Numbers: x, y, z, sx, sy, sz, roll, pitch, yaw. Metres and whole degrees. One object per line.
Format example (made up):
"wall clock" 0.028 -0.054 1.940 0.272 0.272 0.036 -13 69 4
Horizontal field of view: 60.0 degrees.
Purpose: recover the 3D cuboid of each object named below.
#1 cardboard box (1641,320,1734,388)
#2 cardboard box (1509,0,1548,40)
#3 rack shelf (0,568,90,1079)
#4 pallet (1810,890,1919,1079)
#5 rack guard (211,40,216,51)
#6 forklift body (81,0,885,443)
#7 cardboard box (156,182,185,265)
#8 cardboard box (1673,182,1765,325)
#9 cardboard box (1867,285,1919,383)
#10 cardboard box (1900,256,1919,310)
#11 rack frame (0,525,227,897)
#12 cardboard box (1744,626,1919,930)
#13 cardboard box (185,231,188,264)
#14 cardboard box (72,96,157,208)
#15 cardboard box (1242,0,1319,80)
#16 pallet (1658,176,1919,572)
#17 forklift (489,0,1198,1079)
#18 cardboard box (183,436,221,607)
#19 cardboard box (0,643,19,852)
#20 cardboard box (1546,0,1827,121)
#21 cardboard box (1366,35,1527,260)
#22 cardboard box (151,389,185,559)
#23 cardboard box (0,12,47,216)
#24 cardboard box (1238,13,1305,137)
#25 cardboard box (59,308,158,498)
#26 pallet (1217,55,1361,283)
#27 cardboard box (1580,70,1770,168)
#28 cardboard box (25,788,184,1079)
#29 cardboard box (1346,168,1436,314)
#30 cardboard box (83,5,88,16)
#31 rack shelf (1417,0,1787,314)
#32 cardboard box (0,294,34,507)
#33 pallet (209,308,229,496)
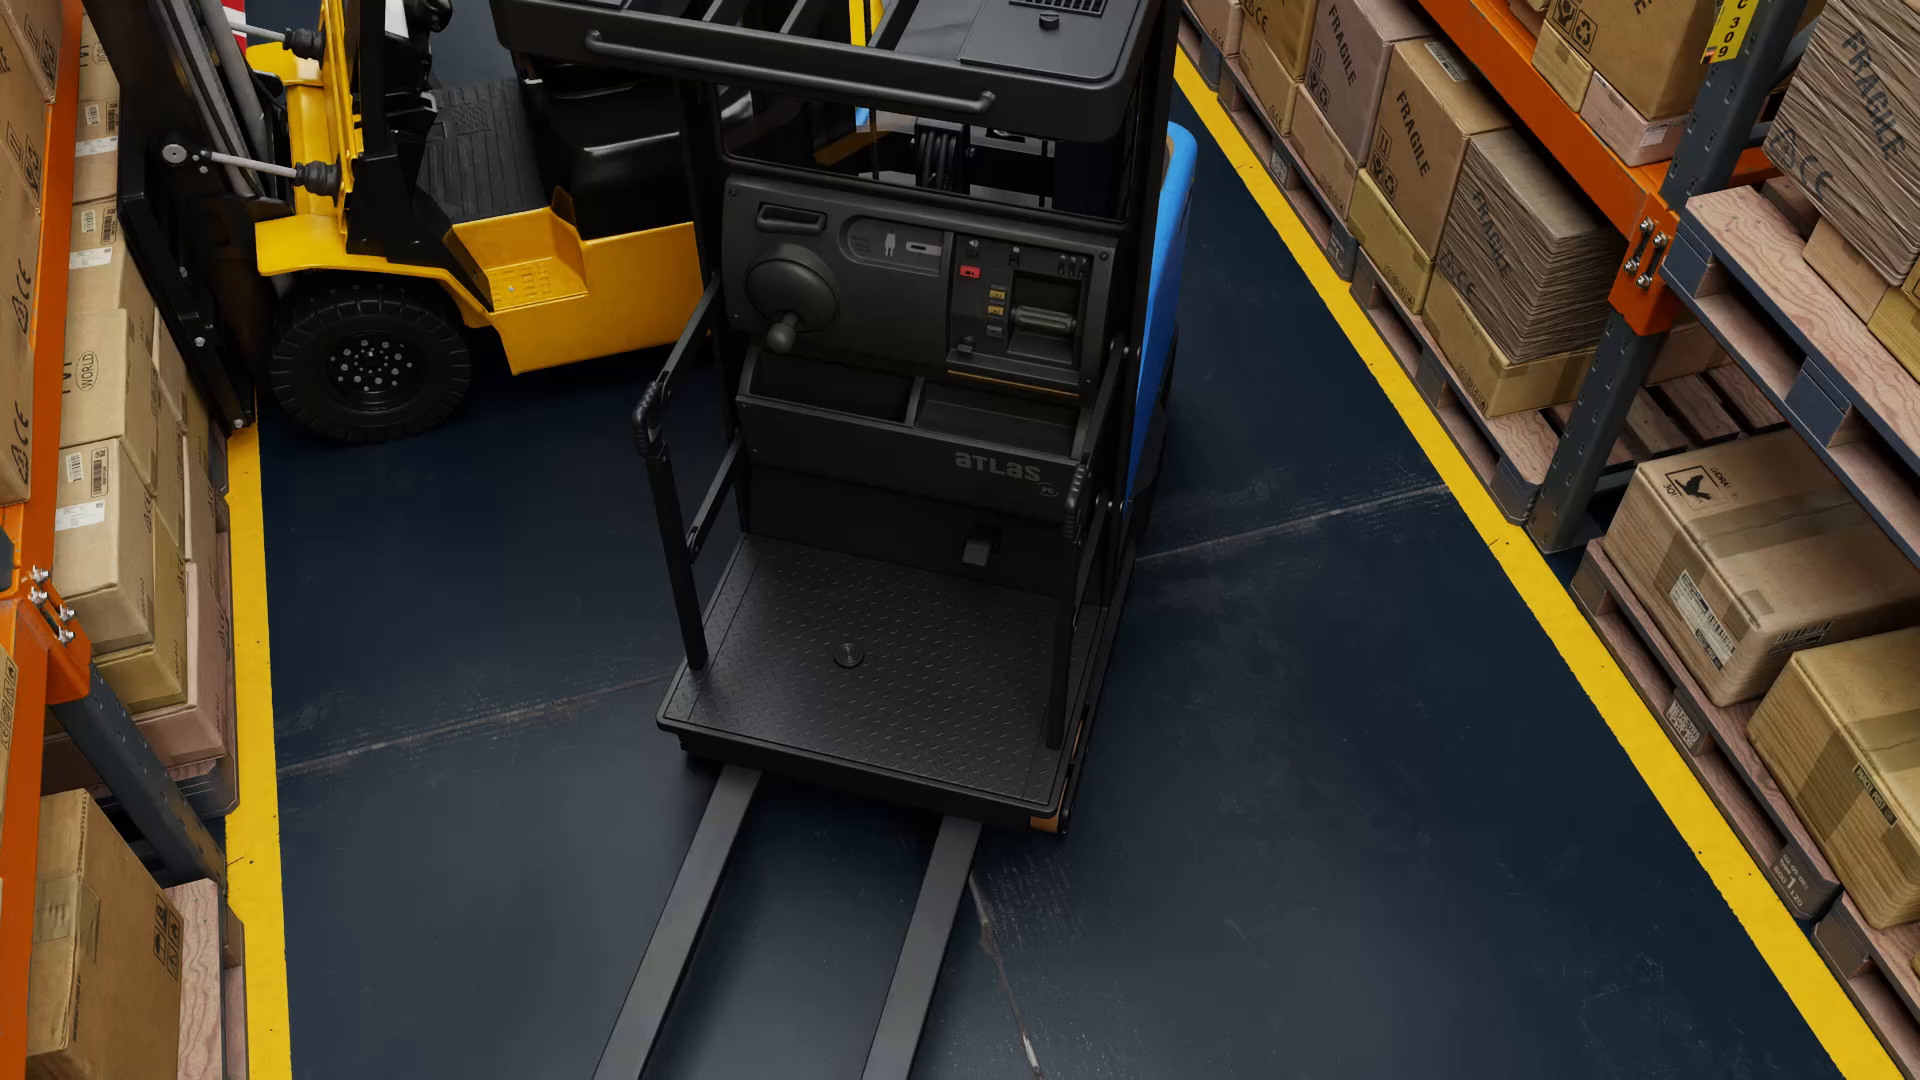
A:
"cardboard box" 2.369 -0.813 5.497 0.500 0.250 0.500 -15 52 -13
"cardboard box" 1.816 -1.545 4.755 0.380 0.149 0.250 -13 51 -11
"rack shelf" -1.864 1.746 2.287 1.077 0.370 4.000 -13 51 -11
"pallet" 2.881 1.288 4.026 1.003 0.211 1.213 -13 51 -11
"rack guard" -3.645 -2.080 6.677 1.175 0.500 0.348 -13 51 -11
"forklift body" -1.335 -1.622 5.211 2.313 2.155 1.214 -13 51 -11
"cardboard box" -2.740 -0.886 5.232 0.500 0.250 0.500 -13 51 -11
"cardboard box" 2.369 -1.055 5.210 0.500 0.500 0.500 -11 51 -9
"cardboard box" 2.212 -0.467 3.571 0.380 0.149 0.250 -12 51 -10
"cardboard box" 2.299 -0.562 3.228 0.500 0.500 0.500 -13 51 -11
"rack frame" -2.455 0.053 3.243 1.000 3.000 0.127 -13 51 -11
"cardboard box" 2.659 0.547 4.271 0.950 0.372 0.625 -10 51 -9
"cardboard box" -2.745 -0.739 5.434 0.500 0.250 0.500 -12 51 -10
"cardboard box" -2.746 -1.064 5.055 0.500 0.250 0.500 -14 51 -12
"cardboard box" 1.384 -2.066 6.063 0.500 0.500 0.500 -12 51 -10
"pallet" 2.372 -0.419 3.767 1.003 0.211 1.213 -13 51 -11
"forklift" -0.162 -0.481 3.739 1.130 2.935 3.031 12 51 10
"cardboard box" -2.447 0.009 4.805 0.500 0.250 0.500 -14 51 -12
"cardboard box" -2.056 0.410 3.040 0.500 0.250 0.500 -12 51 -10
"cardboard box" 1.916 -1.468 4.266 0.500 0.500 0.500 -14 51 -12
"cardboard box" 1.702 -1.305 5.422 0.500 0.500 0.500 -12 51 -10
"cardboard box" -2.454 -0.148 4.609 0.500 0.250 0.500 -14 51 -11
"cardboard box" -2.658 -1.108 4.157 0.500 0.500 0.500 -14 51 -11
"cardboard box" 1.394 -1.820 6.347 0.500 0.250 0.500 -10 51 -9
"cardboard box" -2.440 -0.318 4.426 0.500 0.250 0.500 -13 51 -11
"pallet" 1.689 -1.548 6.417 1.003 0.211 1.213 -13 51 -11
"cardboard box" 1.899 -1.157 4.427 0.380 0.149 0.250 -14 51 -11
"cardboard box" -2.290 1.062 3.671 0.875 0.625 0.625 -11 51 -9
"cardboard box" 1.687 -1.079 5.721 0.500 0.250 0.500 -15 51 -12
"cardboard box" -3.047 -1.802 5.677 0.500 0.250 0.500 -12 51 -10
"rack shelf" 1.694 -2.301 5.698 1.077 0.370 4.000 -13 51 -11
"cardboard box" -2.337 -0.362 3.528 0.500 0.500 0.500 -15 51 -12
"pallet" -3.015 -0.531 5.559 1.003 0.211 1.213 -13 51 -11
